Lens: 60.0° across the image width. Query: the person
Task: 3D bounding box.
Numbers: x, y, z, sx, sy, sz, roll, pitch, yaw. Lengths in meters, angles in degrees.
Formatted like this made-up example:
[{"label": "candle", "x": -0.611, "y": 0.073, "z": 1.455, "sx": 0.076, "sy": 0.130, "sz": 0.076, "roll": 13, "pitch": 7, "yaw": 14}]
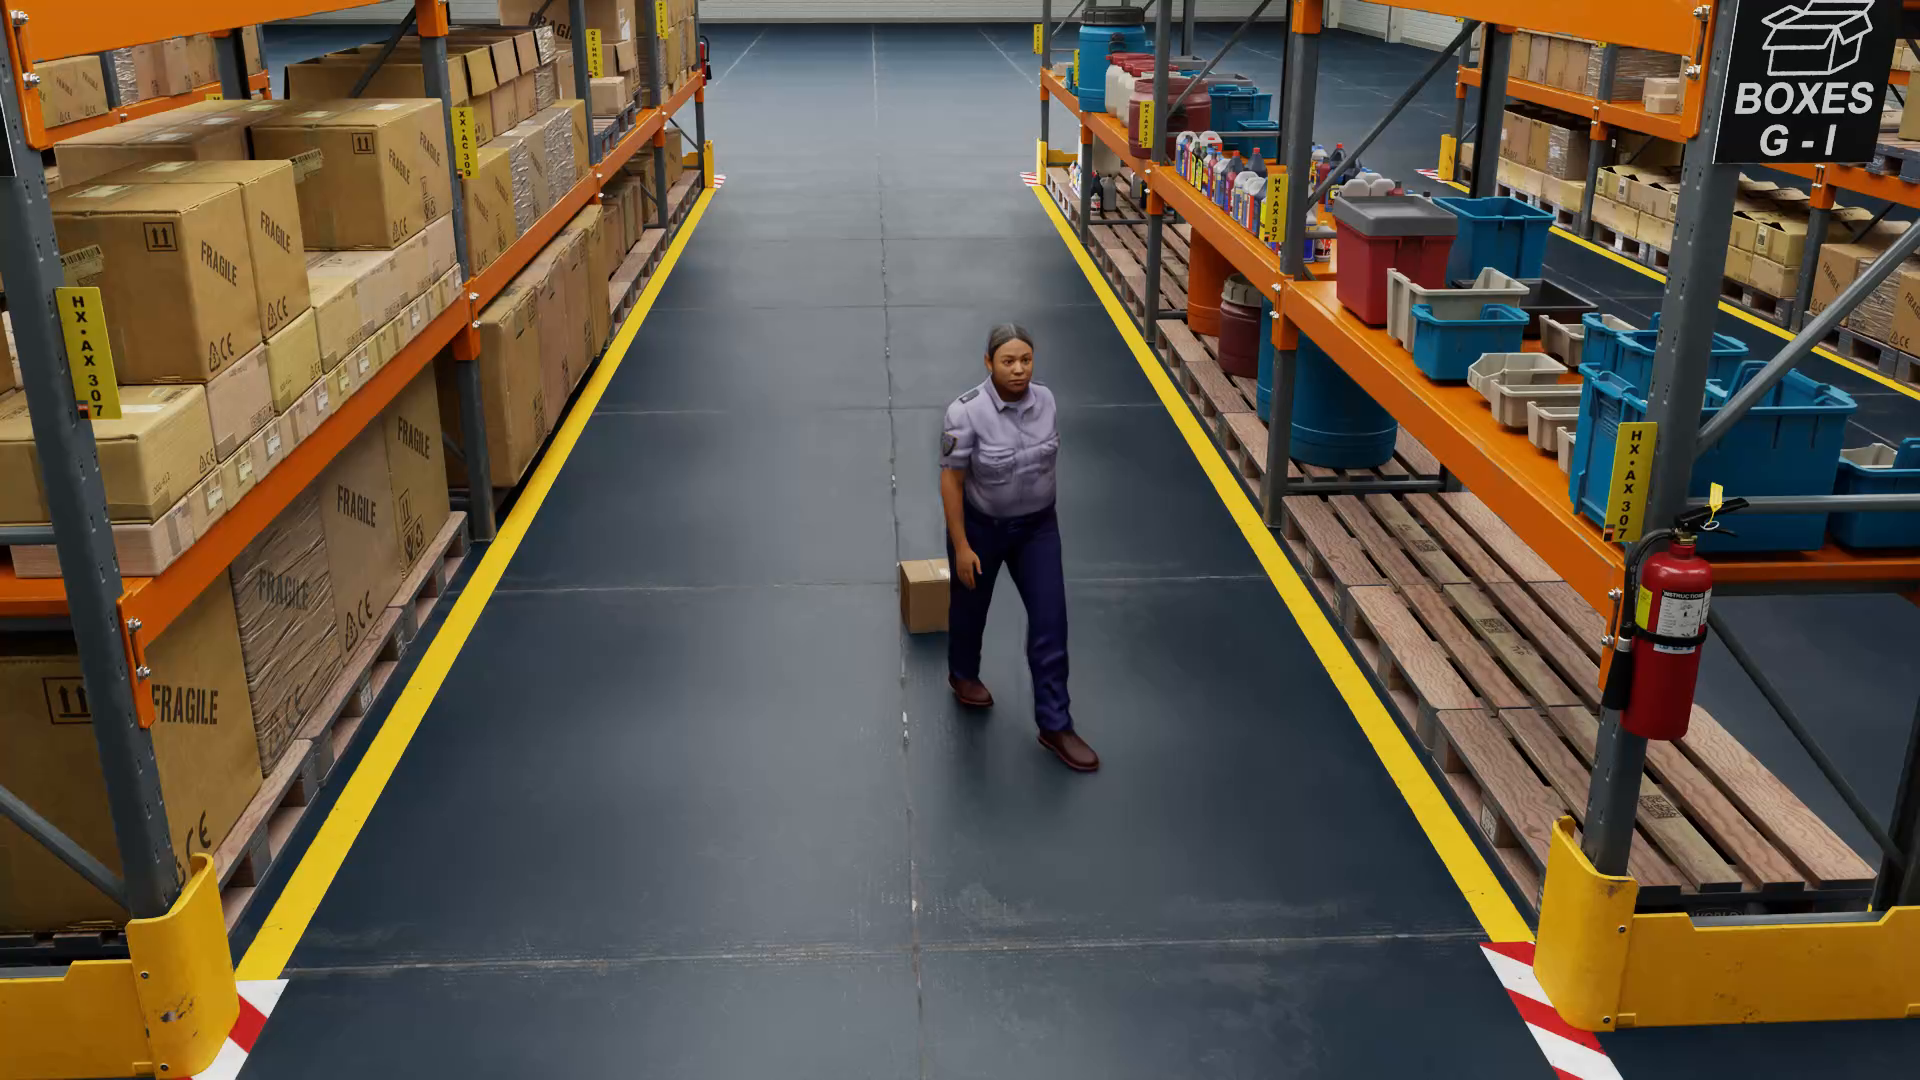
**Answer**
[{"label": "person", "x": 0.165, "y": -0.021, "z": 6.147, "sx": 0.506, "sy": 1.603, "sz": 0.892, "roll": -7, "pitch": 22, "yaw": -19}]
